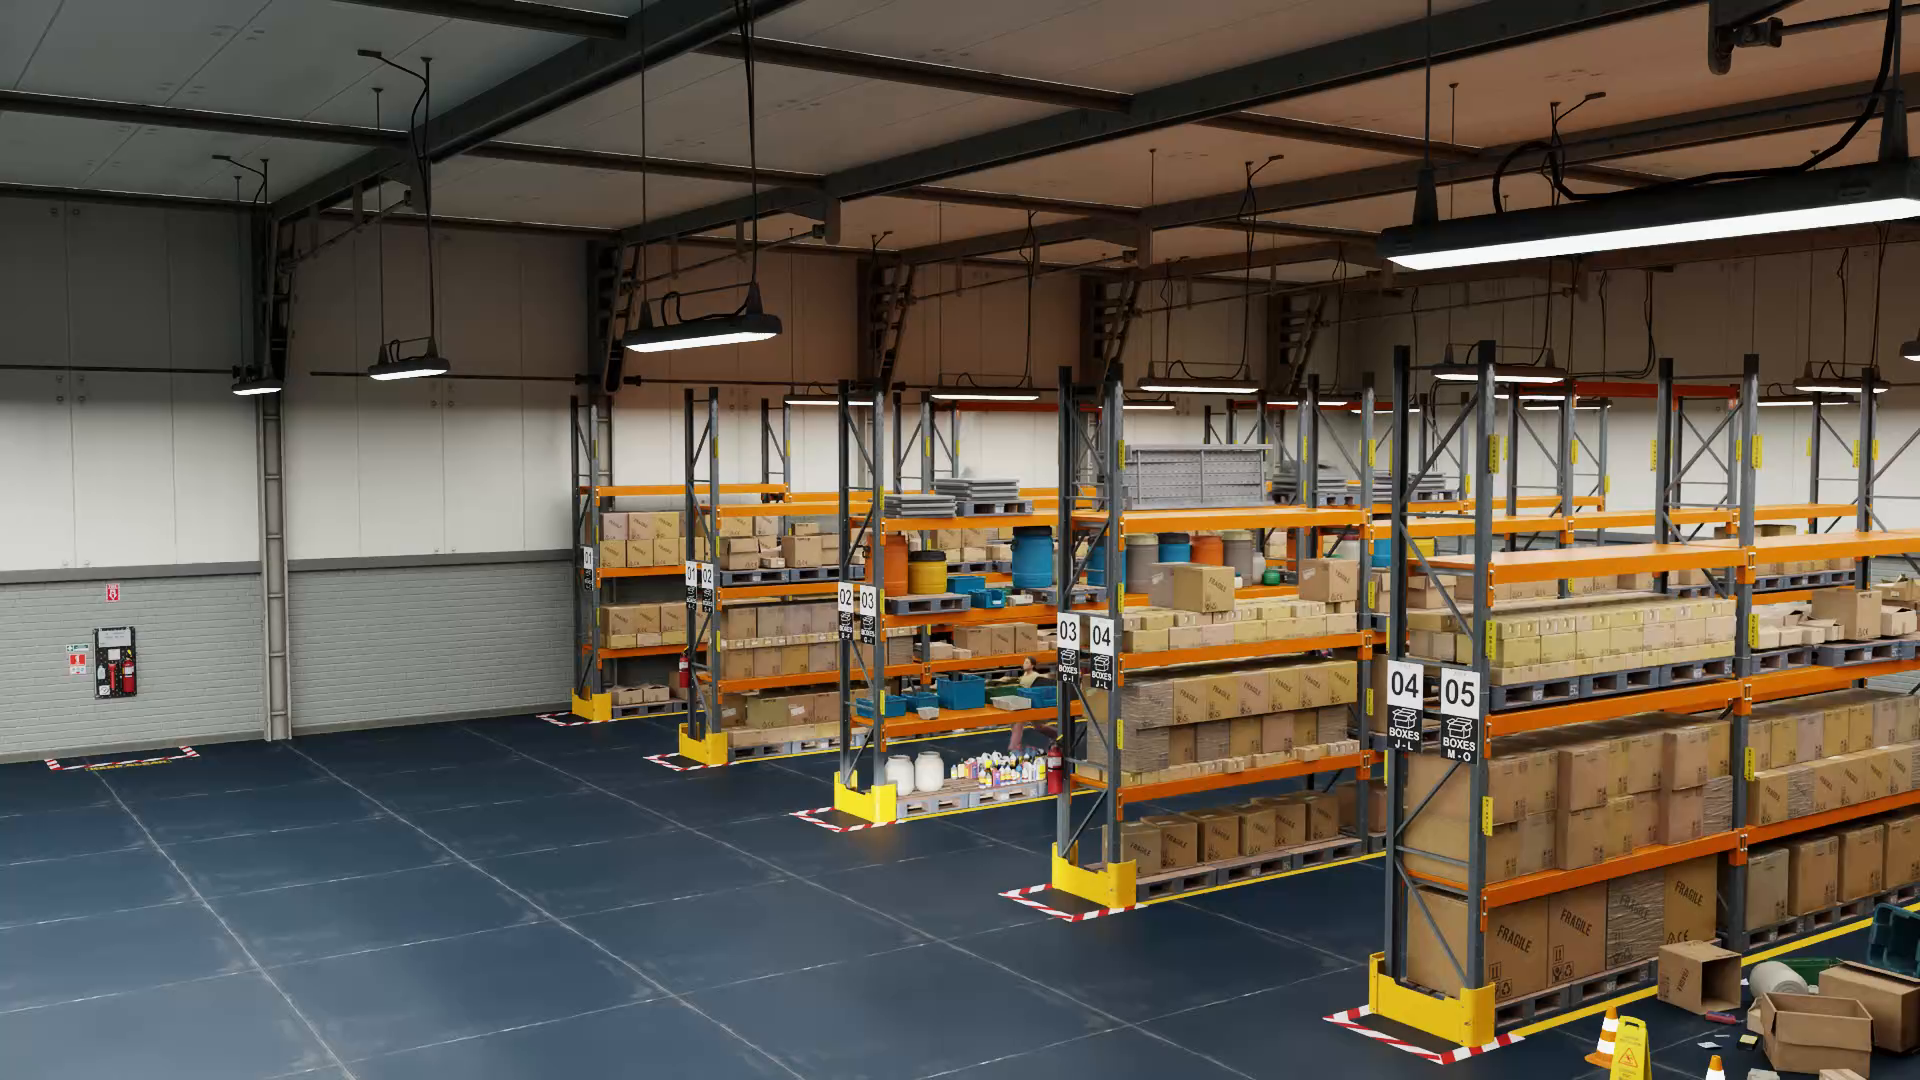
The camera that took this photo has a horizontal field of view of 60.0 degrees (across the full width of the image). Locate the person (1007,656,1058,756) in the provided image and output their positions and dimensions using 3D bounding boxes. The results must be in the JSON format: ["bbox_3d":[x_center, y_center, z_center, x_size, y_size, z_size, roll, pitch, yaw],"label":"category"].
[{"bbox_3d":[1.188,2.716,27.046,1.125,1.673,0.546,-3,5,-41],"label":"person"}]
